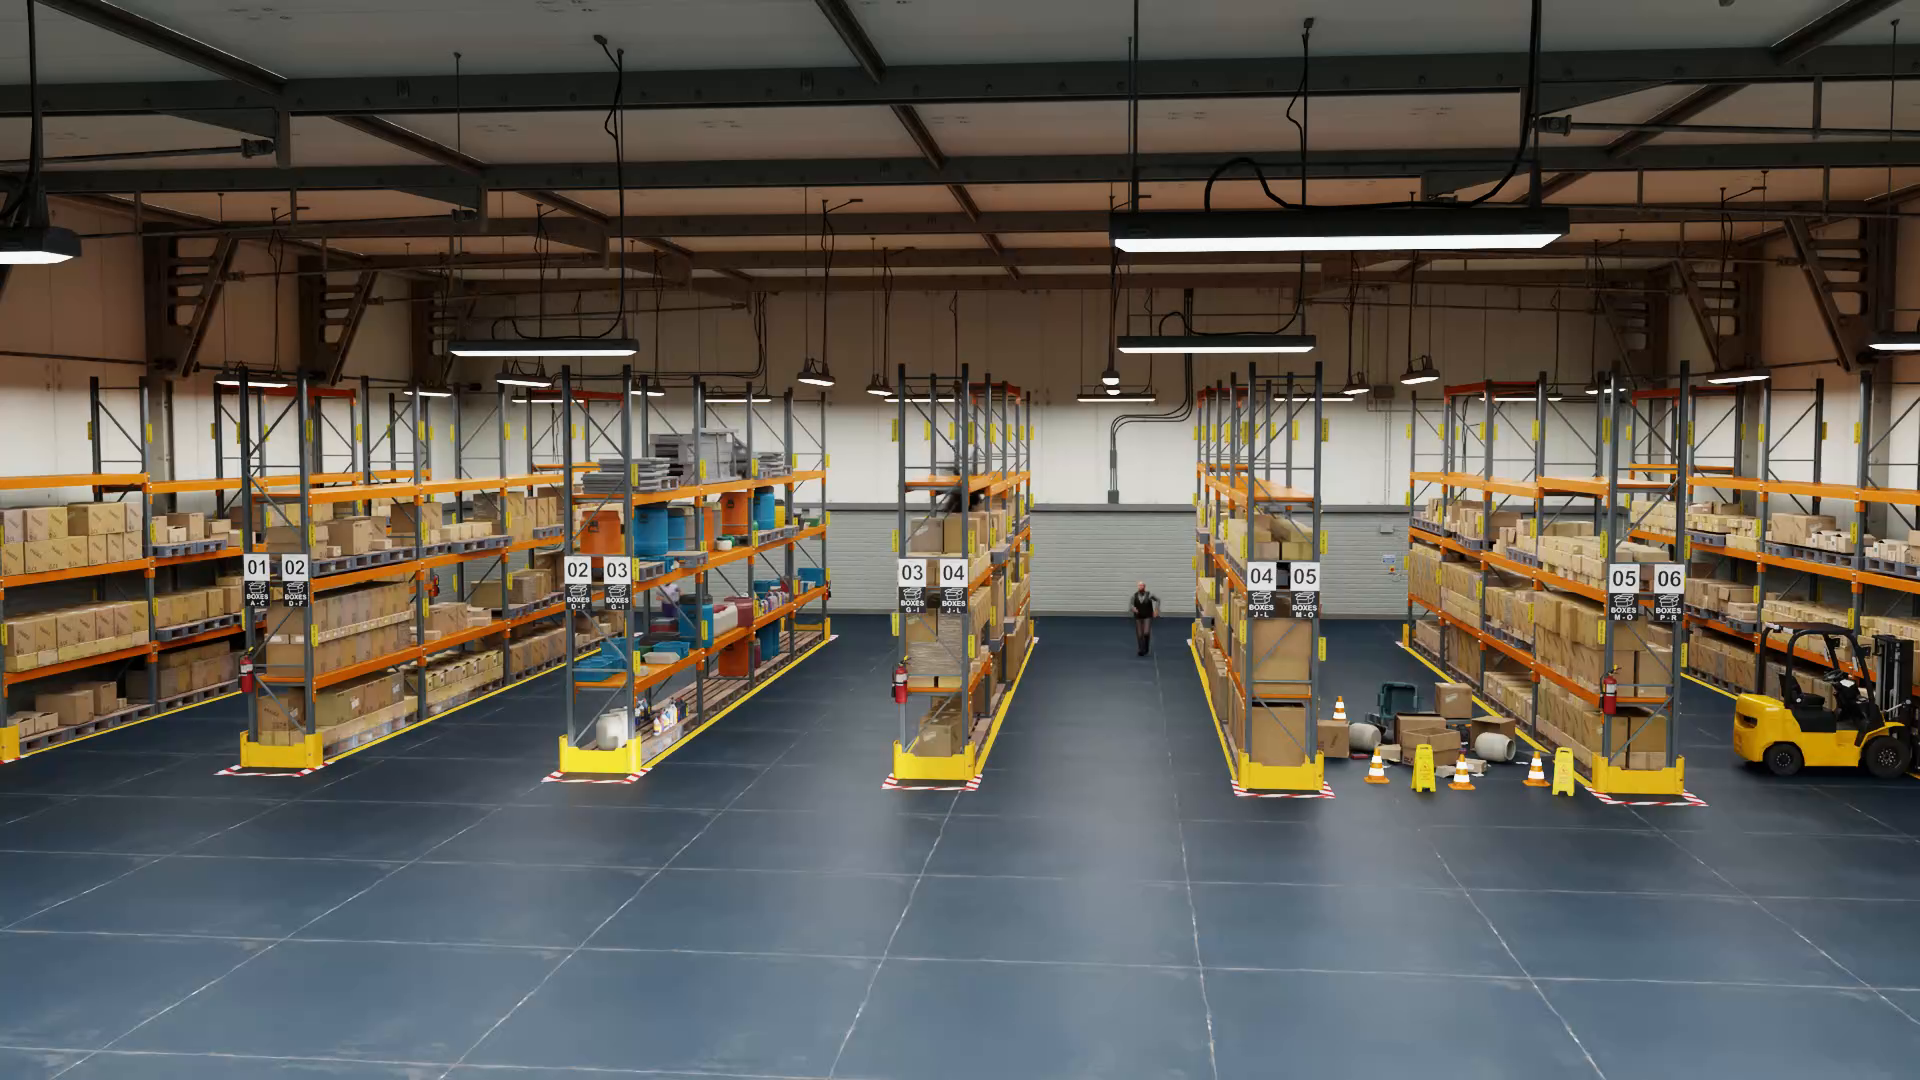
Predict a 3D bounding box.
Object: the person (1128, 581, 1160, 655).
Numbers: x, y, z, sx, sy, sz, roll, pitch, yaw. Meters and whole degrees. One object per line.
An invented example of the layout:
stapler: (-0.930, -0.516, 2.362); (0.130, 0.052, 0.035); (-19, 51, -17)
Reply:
person: (4.104, 1.757, 37.182); (0.672, 1.670, 0.792); (1, 4, 17)

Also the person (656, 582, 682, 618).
person: (-6.918, 1.661, 39.624); (0.621, 1.703, 0.791); (0, 4, -3)
